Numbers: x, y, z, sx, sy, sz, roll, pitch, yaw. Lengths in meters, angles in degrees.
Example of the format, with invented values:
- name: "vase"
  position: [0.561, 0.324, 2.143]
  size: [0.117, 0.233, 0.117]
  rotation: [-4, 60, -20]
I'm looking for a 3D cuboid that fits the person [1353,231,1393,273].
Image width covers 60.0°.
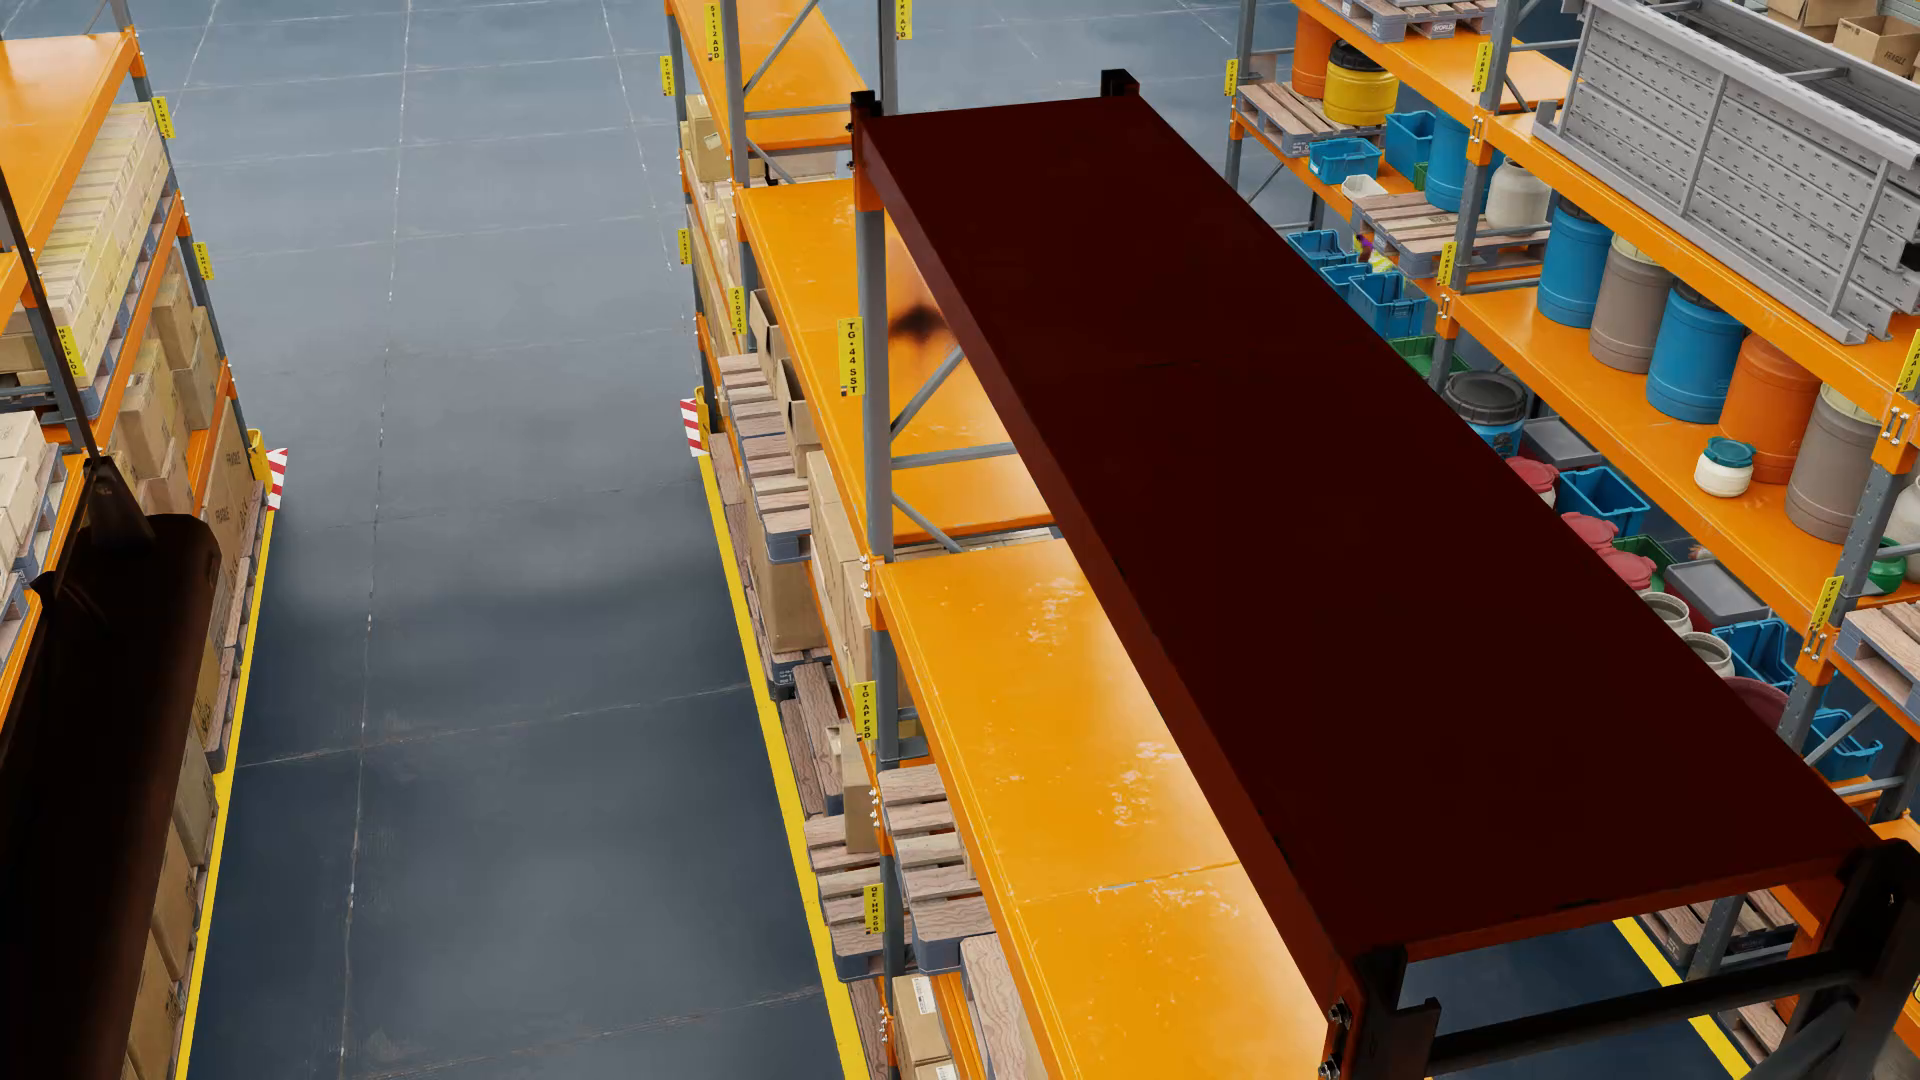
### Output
- name: "person"
  position: [4.077, -2.720, 16.549]
  size: [0.764, 1.766, 0.666]
  rotation: [-21, 40, -28]

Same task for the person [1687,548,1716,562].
- name: "person"
  position: [5.727, 0.249, 12.215]
  size: [0.712, 1.739, 0.652]
  rotation: [-8, 35, -11]
